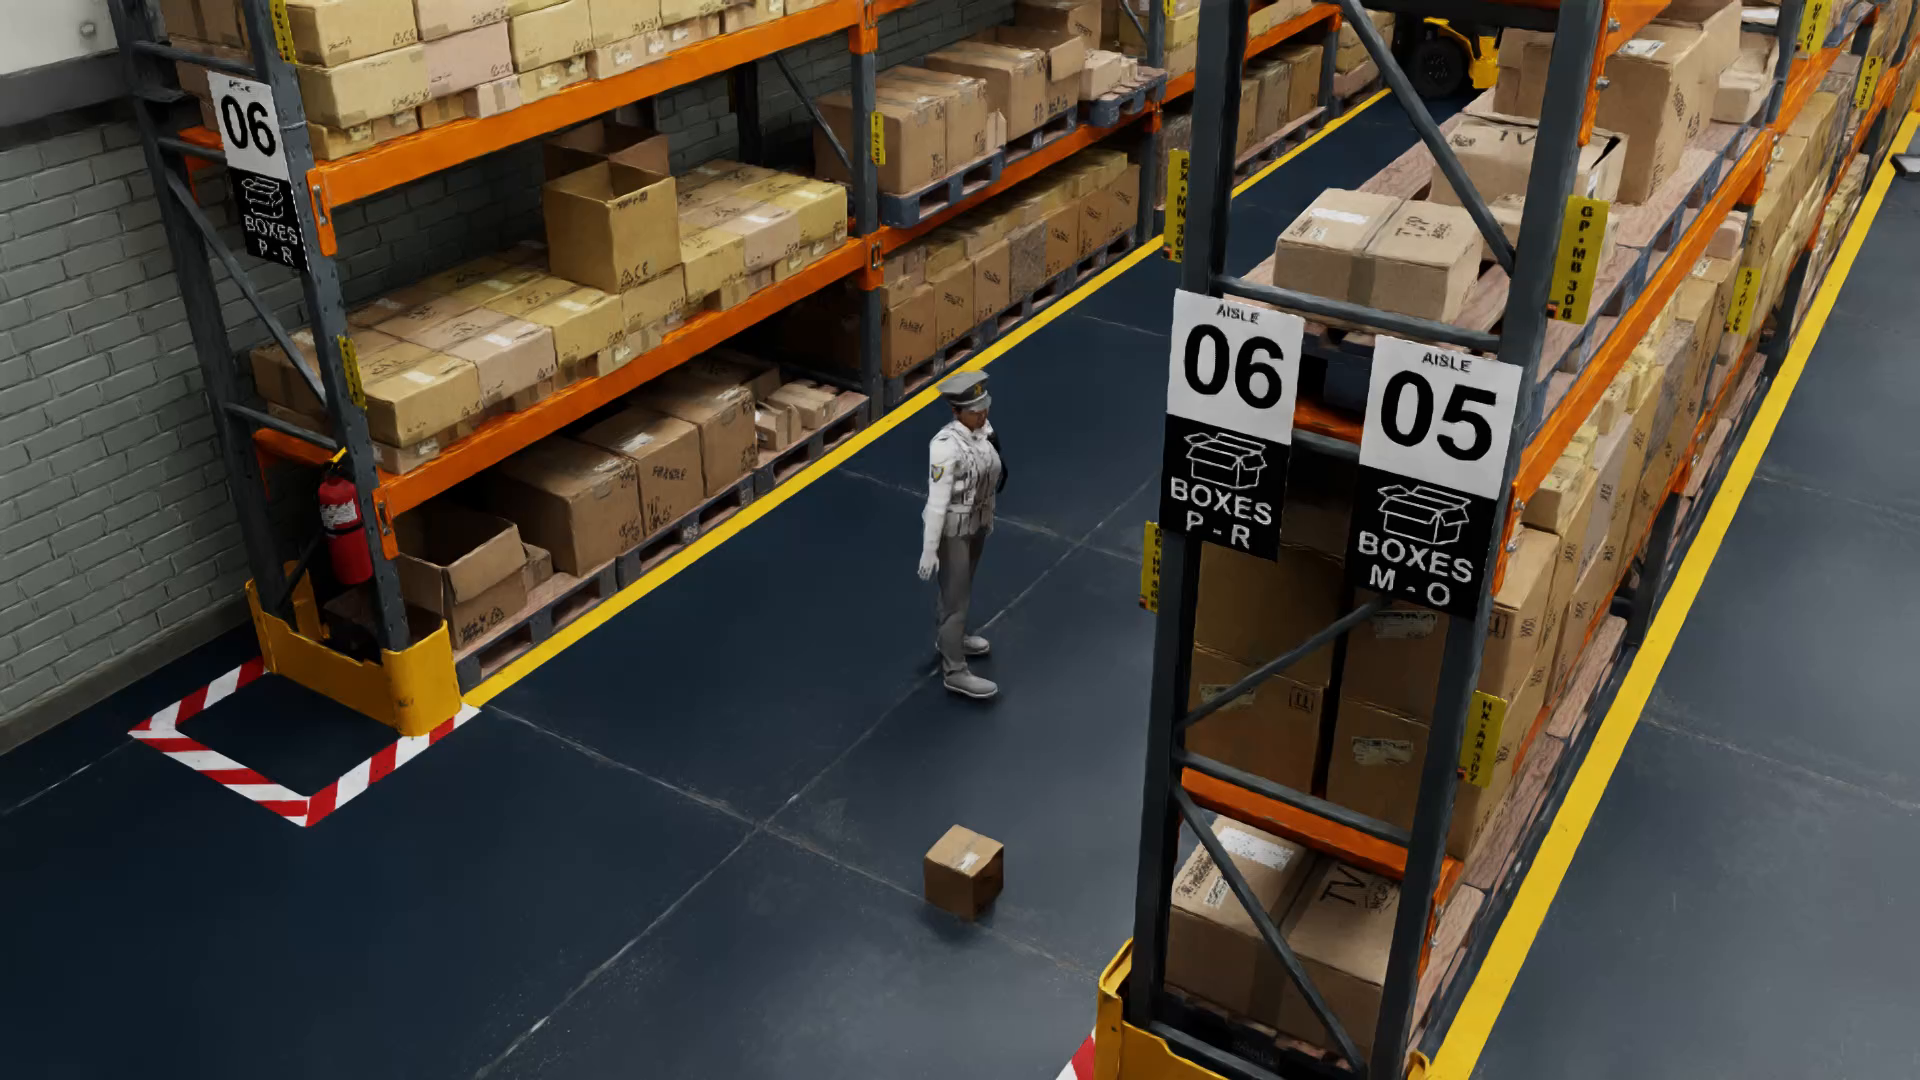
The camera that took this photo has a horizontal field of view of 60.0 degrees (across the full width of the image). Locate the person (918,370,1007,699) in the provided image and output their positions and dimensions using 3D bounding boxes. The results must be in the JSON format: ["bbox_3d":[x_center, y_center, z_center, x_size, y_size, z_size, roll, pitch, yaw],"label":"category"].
[{"bbox_3d":[0.031,-0.030,8.166,0.488,1.679,0.648,15,34,24],"label":"person"}]
